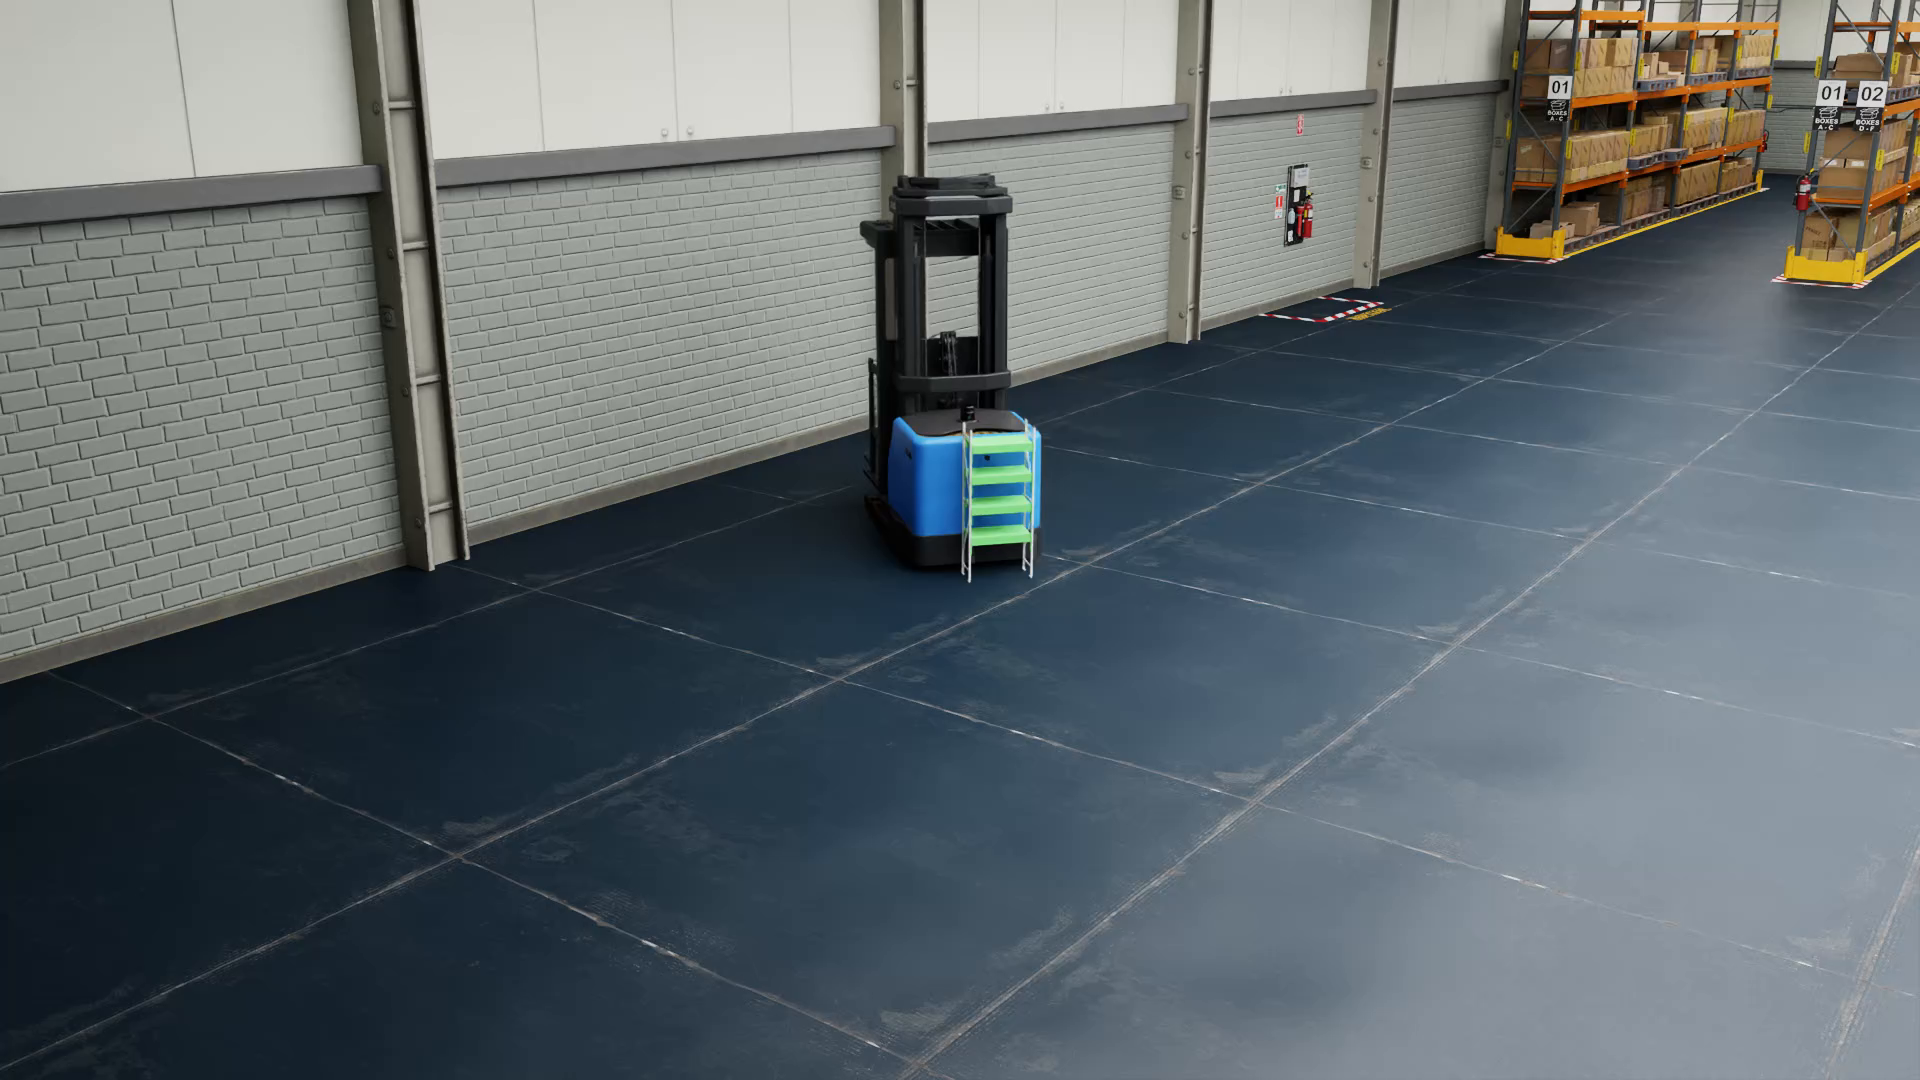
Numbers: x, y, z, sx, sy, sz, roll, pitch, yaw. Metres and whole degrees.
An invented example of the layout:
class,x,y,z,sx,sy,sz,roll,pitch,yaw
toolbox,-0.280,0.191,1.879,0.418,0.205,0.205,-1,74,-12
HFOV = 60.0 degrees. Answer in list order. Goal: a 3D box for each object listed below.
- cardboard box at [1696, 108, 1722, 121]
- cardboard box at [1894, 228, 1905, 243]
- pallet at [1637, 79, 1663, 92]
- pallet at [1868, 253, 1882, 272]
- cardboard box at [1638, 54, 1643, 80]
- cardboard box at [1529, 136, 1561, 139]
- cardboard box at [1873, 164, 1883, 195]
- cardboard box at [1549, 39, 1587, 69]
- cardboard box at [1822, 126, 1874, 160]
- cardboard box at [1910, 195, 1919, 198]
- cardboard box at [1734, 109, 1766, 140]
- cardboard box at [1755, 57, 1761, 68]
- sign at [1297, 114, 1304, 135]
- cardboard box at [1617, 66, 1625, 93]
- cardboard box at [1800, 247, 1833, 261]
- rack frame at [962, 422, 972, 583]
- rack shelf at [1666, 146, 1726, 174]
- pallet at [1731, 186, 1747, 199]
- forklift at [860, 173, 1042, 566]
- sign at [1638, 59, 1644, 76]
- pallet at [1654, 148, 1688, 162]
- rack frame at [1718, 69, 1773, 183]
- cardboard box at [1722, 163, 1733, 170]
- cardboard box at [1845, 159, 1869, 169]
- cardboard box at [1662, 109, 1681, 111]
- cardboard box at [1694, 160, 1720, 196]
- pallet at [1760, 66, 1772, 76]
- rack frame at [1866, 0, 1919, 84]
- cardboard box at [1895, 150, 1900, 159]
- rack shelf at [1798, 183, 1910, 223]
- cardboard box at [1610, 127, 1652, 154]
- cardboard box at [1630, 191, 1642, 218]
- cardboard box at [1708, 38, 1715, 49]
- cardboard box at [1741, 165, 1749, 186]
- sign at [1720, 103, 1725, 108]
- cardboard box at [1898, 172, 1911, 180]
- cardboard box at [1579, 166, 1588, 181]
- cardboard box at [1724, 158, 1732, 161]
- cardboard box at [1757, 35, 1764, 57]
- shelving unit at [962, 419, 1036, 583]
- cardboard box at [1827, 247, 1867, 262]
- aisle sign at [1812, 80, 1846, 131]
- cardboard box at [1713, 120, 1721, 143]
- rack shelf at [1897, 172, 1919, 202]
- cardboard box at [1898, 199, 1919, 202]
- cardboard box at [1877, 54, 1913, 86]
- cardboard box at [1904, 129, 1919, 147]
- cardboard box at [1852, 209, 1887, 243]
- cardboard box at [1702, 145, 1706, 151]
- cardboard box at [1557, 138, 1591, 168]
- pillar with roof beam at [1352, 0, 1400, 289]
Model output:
class,x,y,z,sx,sy,sz,roll,pitch,yaw
cardboard box,17.198,-9.800,38.275,0.500,0.250,0.500,13,21,36
cardboard box,17.236,-5.679,30.901,0.500,0.250,0.500,12,21,33
pallet,13.270,-9.085,33.199,1.213,0.211,1.003,12,21,35
pallet,15.563,-4.934,29.275,1.003,0.211,1.213,12,21,35
cardboard box,13.206,-9.410,33.055,0.500,0.500,0.500,16,24,42
cardboard box,10.851,-7.225,30.906,0.500,0.500,0.500,13,21,35
cardboard box,15.311,-6.186,28.438,0.700,0.500,0.500,13,21,35
cardboard box,10.857,-8.677,29.681,0.500,0.500,0.500,11,20,31
cardboard box,14.733,-6.575,27.503,0.700,0.500,0.500,13,21,35
cardboard box,19.681,-6.766,33.947,0.500,0.500,0.500,14,22,37
cardboard box,19.670,-10.492,41.965,0.980,0.700,0.700,14,22,37
cardboard box,19.128,-11.611,40.392,0.500,0.250,0.500,12,21,33
sign,4.992,-6.092,24.395,0.001,0.298,0.199,12,21,35
cardboard box,12.402,-8.821,31.832,0.500,0.500,0.500,10,20,30
cardboard box,14.496,-4.854,28.244,0.500,0.250,0.500,12,21,35
rack frame,0.052,-0.279,12.606,0.015,1.200,0.240,-4,19,-13
rack shelf,16.391,-8.699,37.911,1.077,0.370,4.000,12,21,35
pallet,18.825,-8.646,41.231,1.003,0.211,1.213,12,21,35
forklift,-0.211,-1.596,13.940,1.130,2.935,3.031,-4,18,-13
sign,13.257,-9.199,32.378,0.100,0.325,0.005,12,21,35
pallet,14.861,-8.286,35.692,1.213,0.211,1.003,12,21,35
rack frame,19.966,-10.472,42.407,1.000,3.000,0.127,12,21,35
cardboard box,18.461,-9.045,40.225,0.380,0.149,0.250,13,22,37
cardboard box,14.820,-6.199,27.386,0.380,0.149,0.250,12,21,34
cardboard box,16.184,-9.643,37.771,0.500,0.250,0.500,12,21,33
cardboard box,17.300,-8.515,39.023,0.750,0.750,0.750,13,21,35
pallet,19.533,-11.683,41.400,1.003,0.211,1.213,12,21,35
rack frame,16.797,-9.604,29.497,1.000,3.000,0.127,12,21,35
cardboard box,16.348,-6.810,29.353,0.380,0.149,0.250,12,21,35
rack shelf,15.605,-5.919,28.960,1.077,0.370,4.000,12,21,35
cardboard box,13.853,-8.281,34.441,0.700,0.500,0.500,16,24,42
cardboard box,13.846,-7.054,34.876,0.700,0.500,0.500,13,21,35
cardboard box,16.953,-11.381,38.102,0.500,0.250,0.500,14,22,39
cardboard box,19.331,-9.175,41.737,0.700,0.500,0.500,12,21,35
sign,19.524,-11.022,42.587,0.100,0.325,0.005,12,21,35
cardboard box,17.489,-6.794,30.987,0.380,0.149,0.250,12,21,35
cardboard box,11.277,-6.785,30.754,0.500,0.250,0.500,12,21,33
cardboard box,19.093,-9.489,41.654,0.380,0.149,0.250,13,21,35
cardboard box,19.138,-11.973,40.296,0.500,0.500,0.500,11,21,32
shelving unit,0.289,-0.296,12.659,0.503,1.200,0.258,-4,19,-13
cardboard box,14.912,-4.762,27.949,0.500,0.250,0.500,12,21,35
aisle sign,14.138,-7.064,27.050,0.394,0.787,0.004,12,21,35
cardboard box,17.214,-9.441,38.382,0.500,0.500,0.500,13,21,35
rack shelf,17.988,-6.872,32.028,1.077,0.370,4.000,12,21,35
cardboard box,18.761,-6.554,32.773,0.500,0.311,0.500,12,21,34
cardboard box,15.623,-7.881,27.895,0.500,0.500,0.500,12,21,35
cardboard box,19.465,-8.110,33.925,0.700,0.500,0.500,5,18,16
cardboard box,15.808,-5.477,28.987,0.500,0.500,0.500,12,21,35
cardboard box,16.817,-8.983,38.003,0.380,0.149,0.250,12,21,33
cardboard box,11.261,-7.133,30.612,0.500,0.500,0.500,12,21,35
pillar with roof beam,10.038,-7.656,23.223,9.100,9.000,0.400,12,21,35
